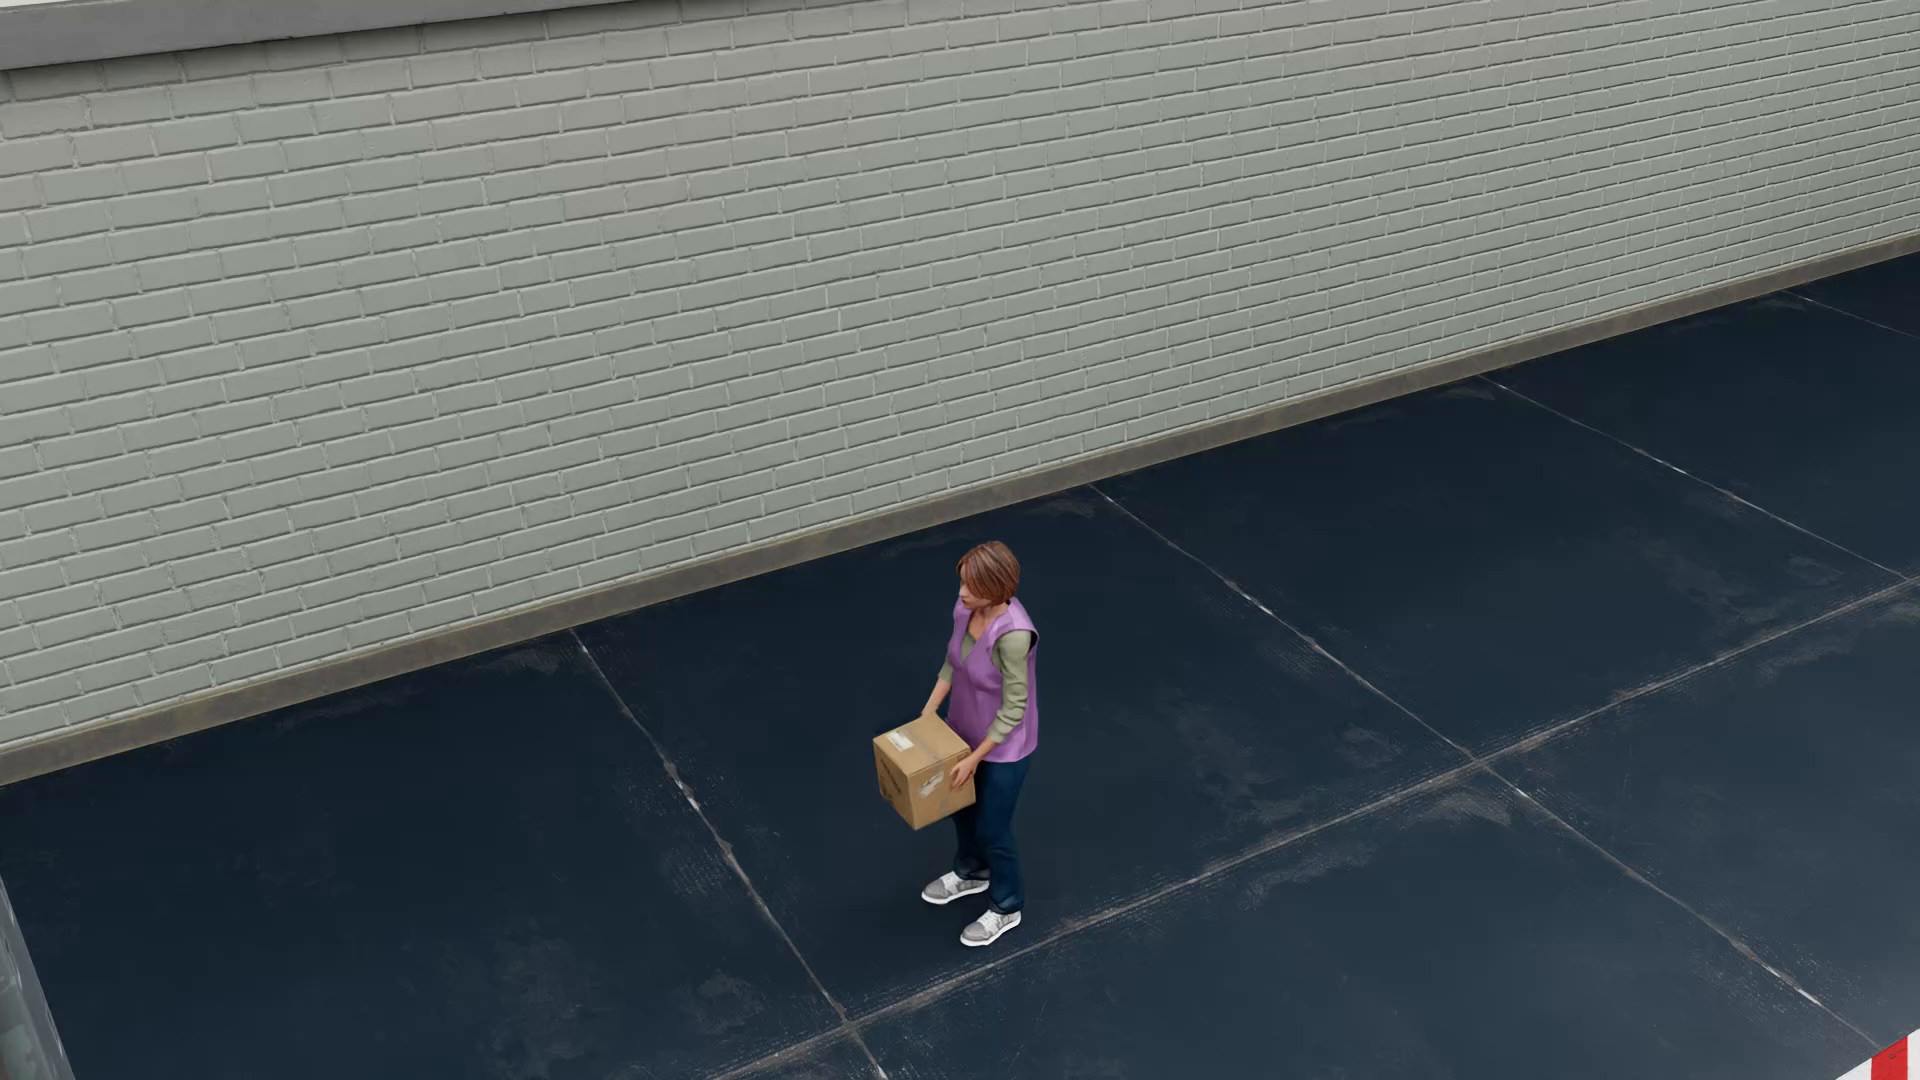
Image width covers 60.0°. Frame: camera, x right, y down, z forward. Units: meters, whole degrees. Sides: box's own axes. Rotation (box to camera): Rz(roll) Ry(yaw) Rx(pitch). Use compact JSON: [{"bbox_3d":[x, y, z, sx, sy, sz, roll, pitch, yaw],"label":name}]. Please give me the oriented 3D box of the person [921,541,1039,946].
[{"bbox_3d":[0.063,0.716,5.858,0.397,1.603,0.444,-17,33,-27],"label":"person"}]
